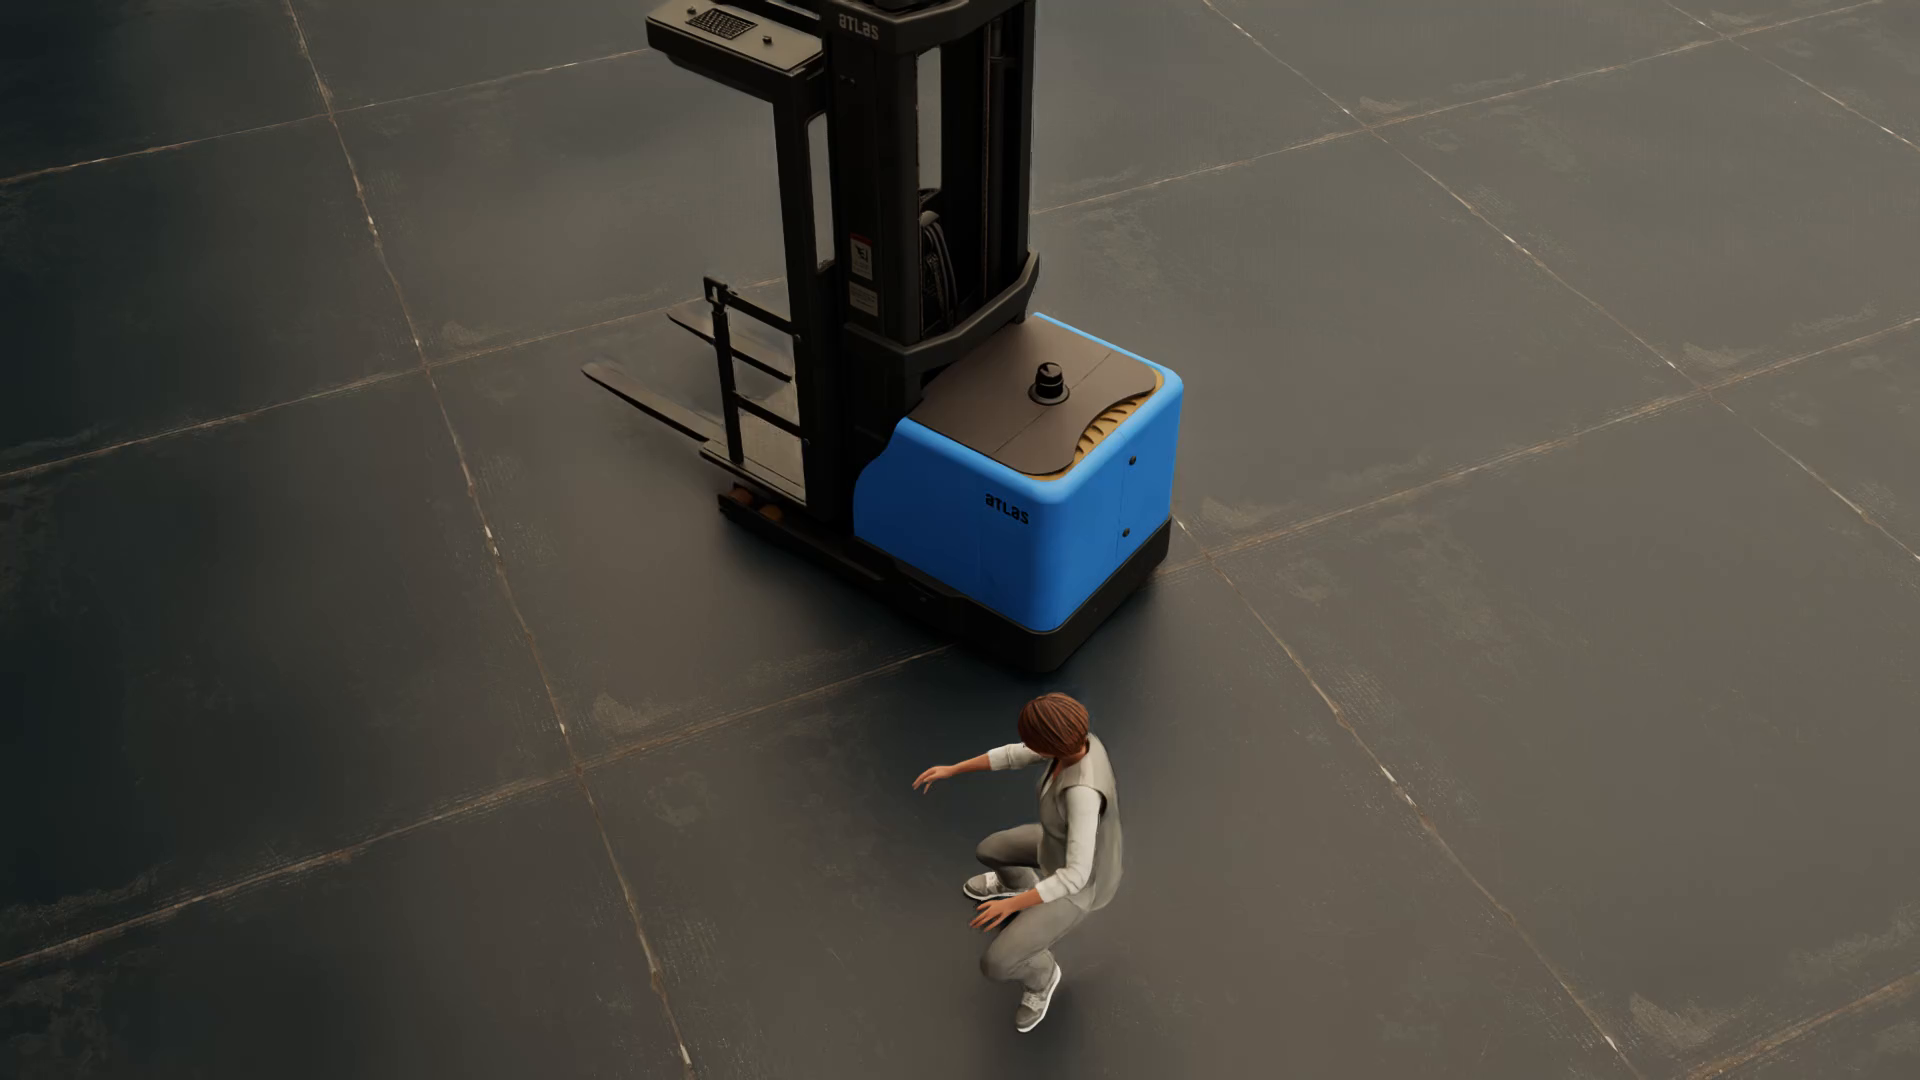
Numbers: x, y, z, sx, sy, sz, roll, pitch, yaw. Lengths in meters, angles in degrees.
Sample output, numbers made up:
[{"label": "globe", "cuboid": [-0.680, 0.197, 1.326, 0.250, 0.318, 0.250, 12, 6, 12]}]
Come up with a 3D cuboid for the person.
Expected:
[{"label": "person", "cuboid": [0.192, 1.072, 5.647, 0.692, 1.402, 0.817, -3, 43, -3]}]

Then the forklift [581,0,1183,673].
[{"label": "forklift", "cuboid": [-0.521, -1.332, 7.108, 3.031, 2.935, 1.130, 28, 50, 26]}]
